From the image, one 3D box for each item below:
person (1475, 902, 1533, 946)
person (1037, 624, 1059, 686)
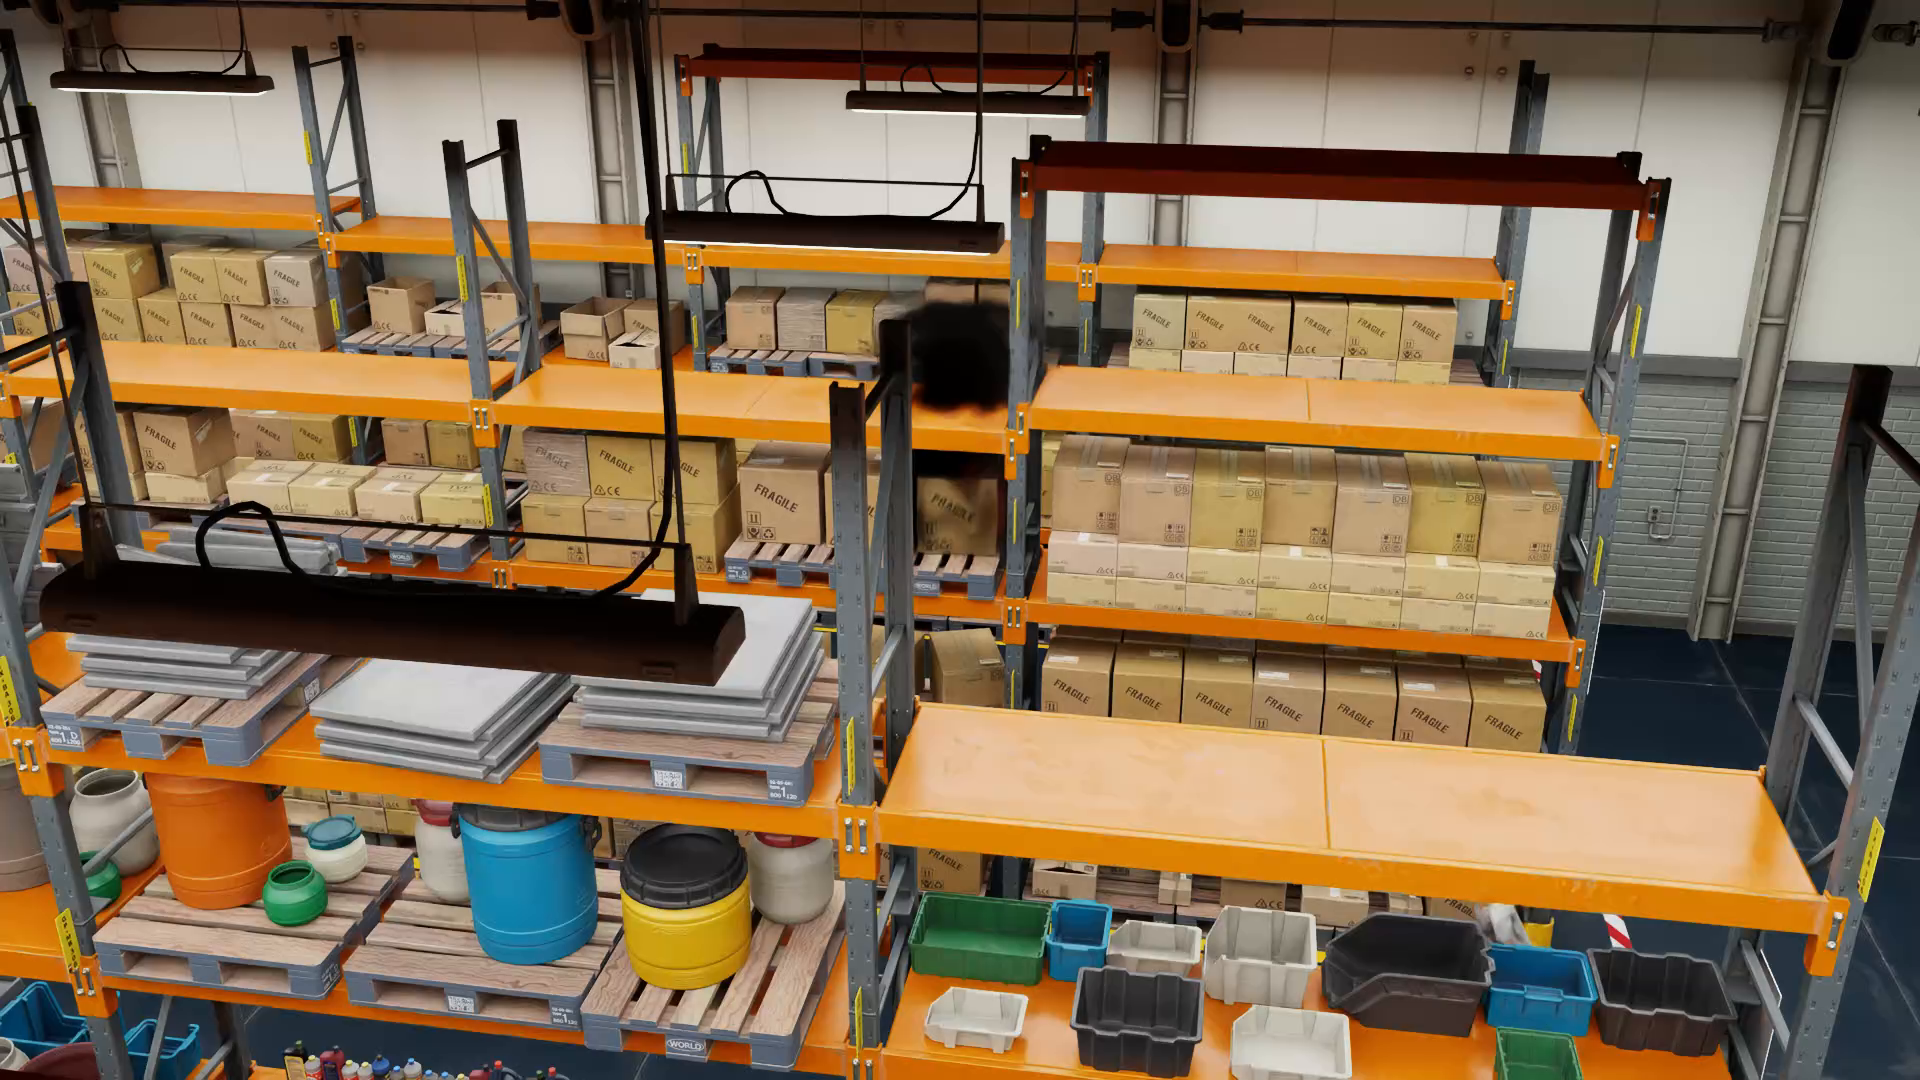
[{"bbox_3d":[3.855,2.922,11.522,0.959,1.624,0.599,0,23,0],"label":"person"},{"bbox_3d":[1.036,1.448,14.966,0.734,1.560,0.577,0,23,1],"label":"person"}]
